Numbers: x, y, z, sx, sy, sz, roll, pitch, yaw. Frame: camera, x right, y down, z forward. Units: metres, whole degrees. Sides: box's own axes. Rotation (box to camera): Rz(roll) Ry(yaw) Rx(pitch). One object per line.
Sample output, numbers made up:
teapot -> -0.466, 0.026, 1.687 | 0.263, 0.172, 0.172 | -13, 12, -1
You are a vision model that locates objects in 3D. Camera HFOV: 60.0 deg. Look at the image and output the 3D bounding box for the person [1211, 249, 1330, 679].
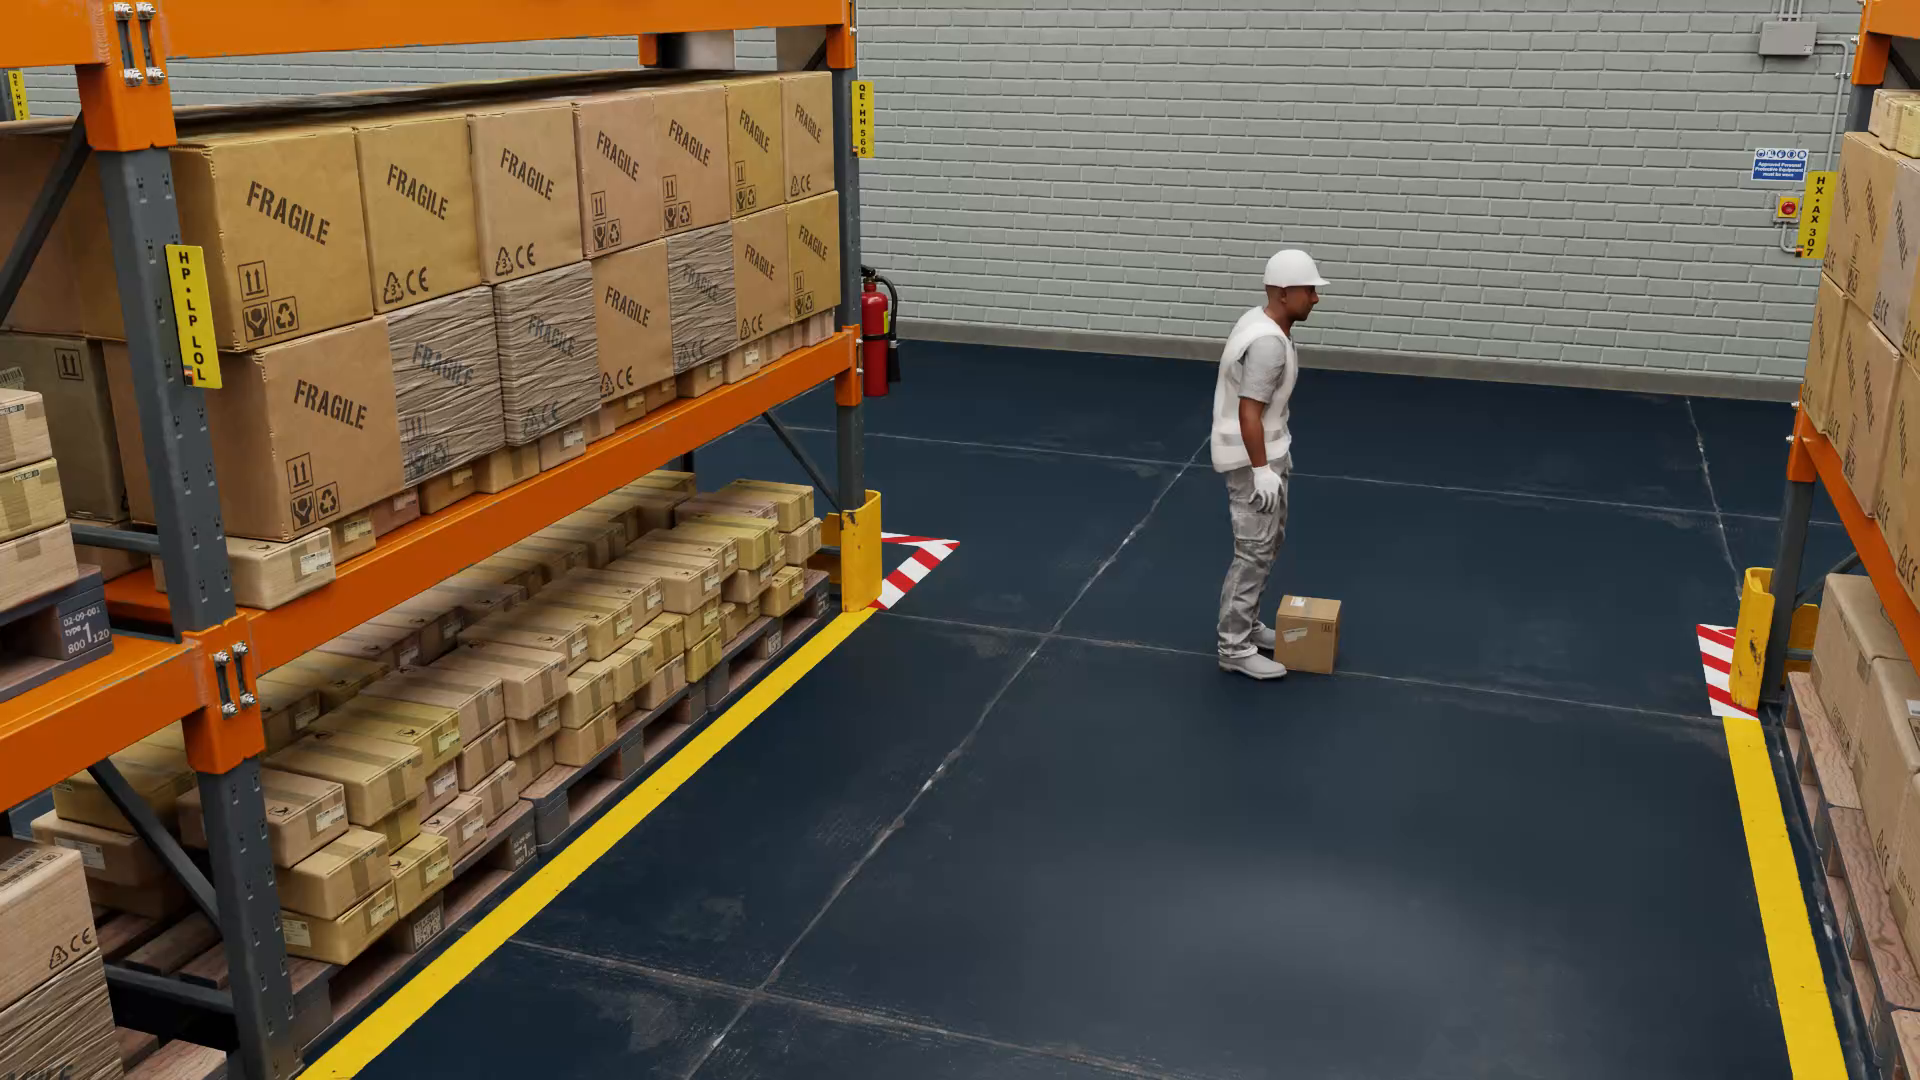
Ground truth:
person -> 1.290, -0.338, 7.051 | 0.443, 1.776, 0.630 | 5, 19, 16
